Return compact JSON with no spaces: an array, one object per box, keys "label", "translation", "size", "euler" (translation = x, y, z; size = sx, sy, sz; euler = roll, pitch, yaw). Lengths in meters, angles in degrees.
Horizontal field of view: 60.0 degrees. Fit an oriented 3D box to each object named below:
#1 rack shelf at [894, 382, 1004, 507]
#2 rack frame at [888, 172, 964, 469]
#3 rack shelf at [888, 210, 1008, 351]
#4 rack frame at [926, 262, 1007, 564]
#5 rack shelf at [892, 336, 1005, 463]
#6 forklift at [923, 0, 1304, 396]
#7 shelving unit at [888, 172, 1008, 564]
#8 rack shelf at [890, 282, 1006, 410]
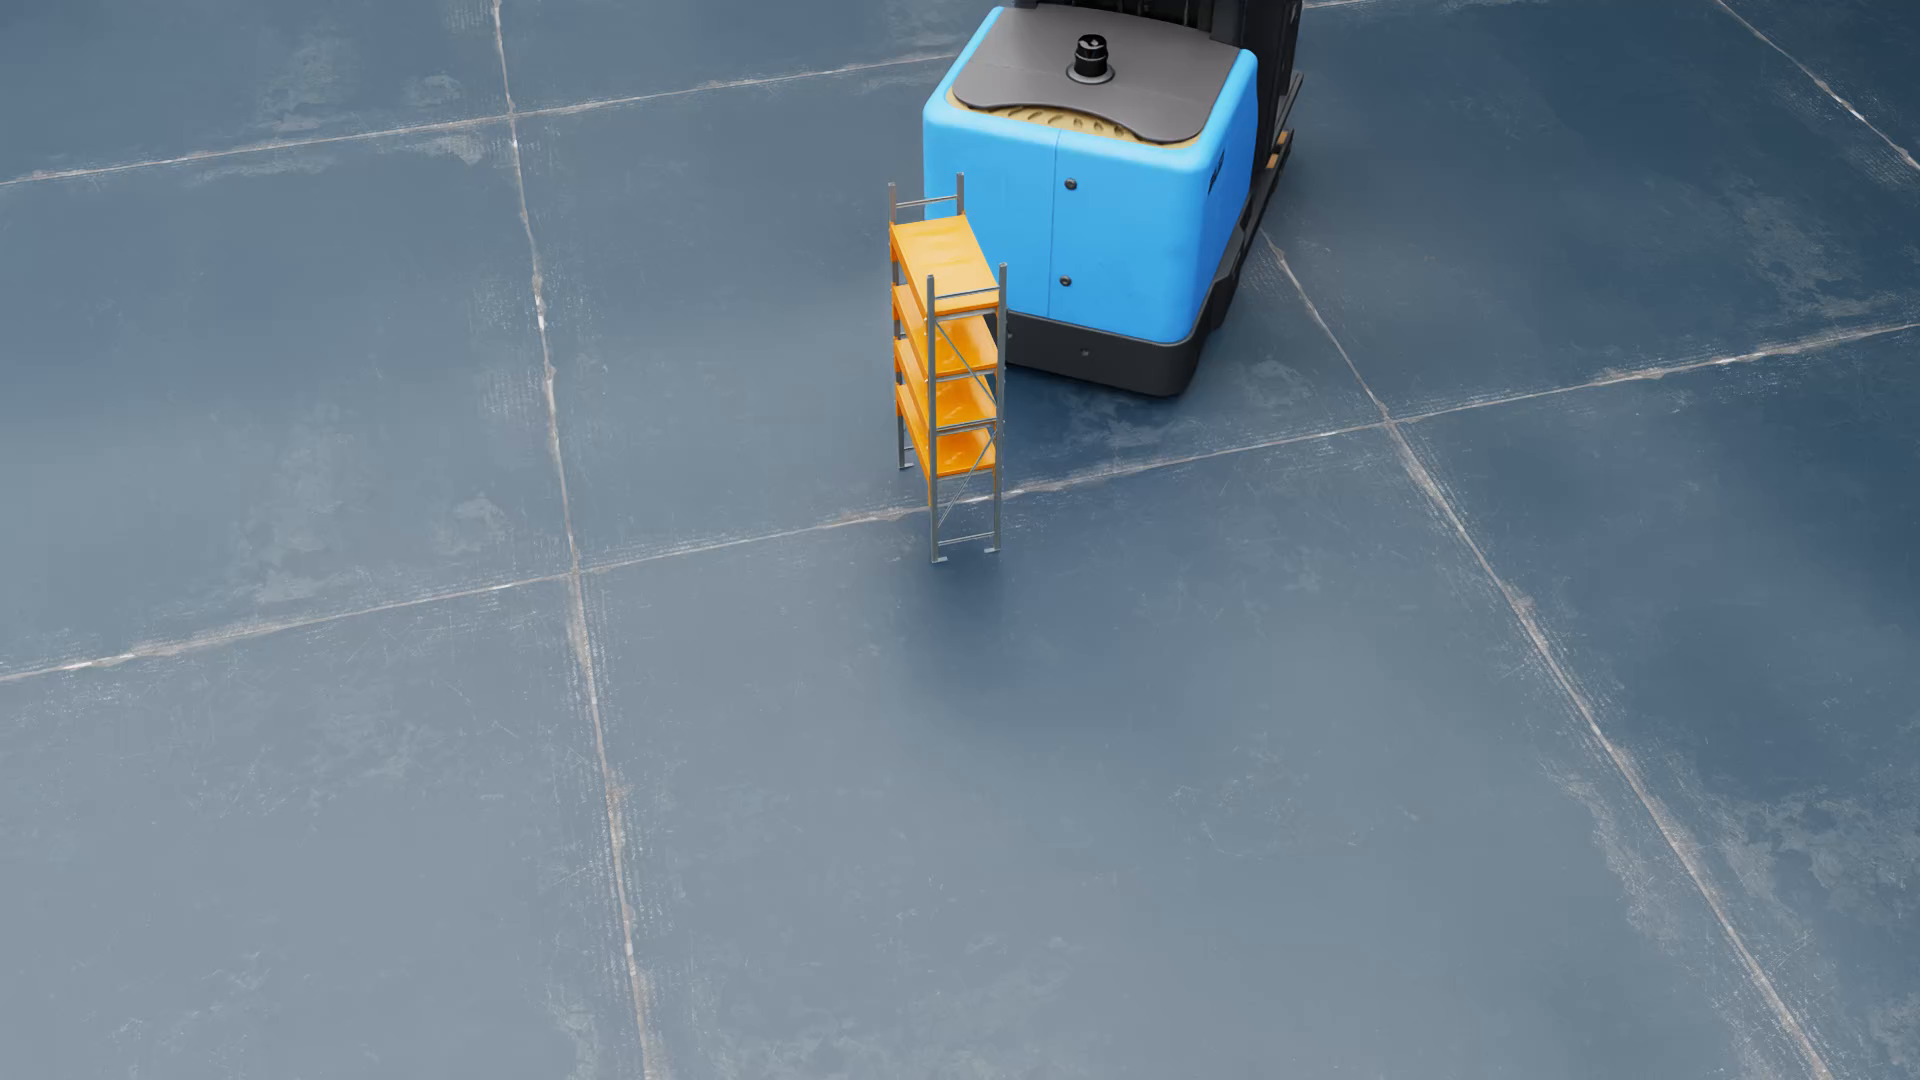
[{"label":"rack shelf","translation":[-0.042,-0.348,5.623],"size":[0.258,0.148,0.480],"euler":[-11,47,-10]},{"label":"rack frame","translation":[-0.105,-0.703,5.599],"size":[0.240,1.200,0.015],"euler":[-11,47,-10]},{"label":"rack shelf","translation":[-0.042,-0.809,5.153],"size":[0.258,0.148,0.480],"euler":[-11,47,-10]},{"label":"rack frame","translation":[0.020,-0.366,5.268],"size":[0.240,1.200,0.015],"euler":[-11,47,-10]},{"label":"rack shelf","translation":[-0.042,-0.487,5.482],"size":[0.258,0.148,0.480],"euler":[-11,47,-10]},{"label":"forklift","translation":[0.832,-2.632,6.277],"size":[1.130,2.935,3.031],"euler":[14,47,14]},{"label":"shelving unit","translation":[-0.042,-0.534,5.433],"size":[0.258,1.200,0.503],"euler":[-11,47,-10]},{"label":"rack shelf","translation":[-0.042,-0.644,5.322],"size":[0.258,0.148,0.480],"euler":[-11,47,-10]}]
